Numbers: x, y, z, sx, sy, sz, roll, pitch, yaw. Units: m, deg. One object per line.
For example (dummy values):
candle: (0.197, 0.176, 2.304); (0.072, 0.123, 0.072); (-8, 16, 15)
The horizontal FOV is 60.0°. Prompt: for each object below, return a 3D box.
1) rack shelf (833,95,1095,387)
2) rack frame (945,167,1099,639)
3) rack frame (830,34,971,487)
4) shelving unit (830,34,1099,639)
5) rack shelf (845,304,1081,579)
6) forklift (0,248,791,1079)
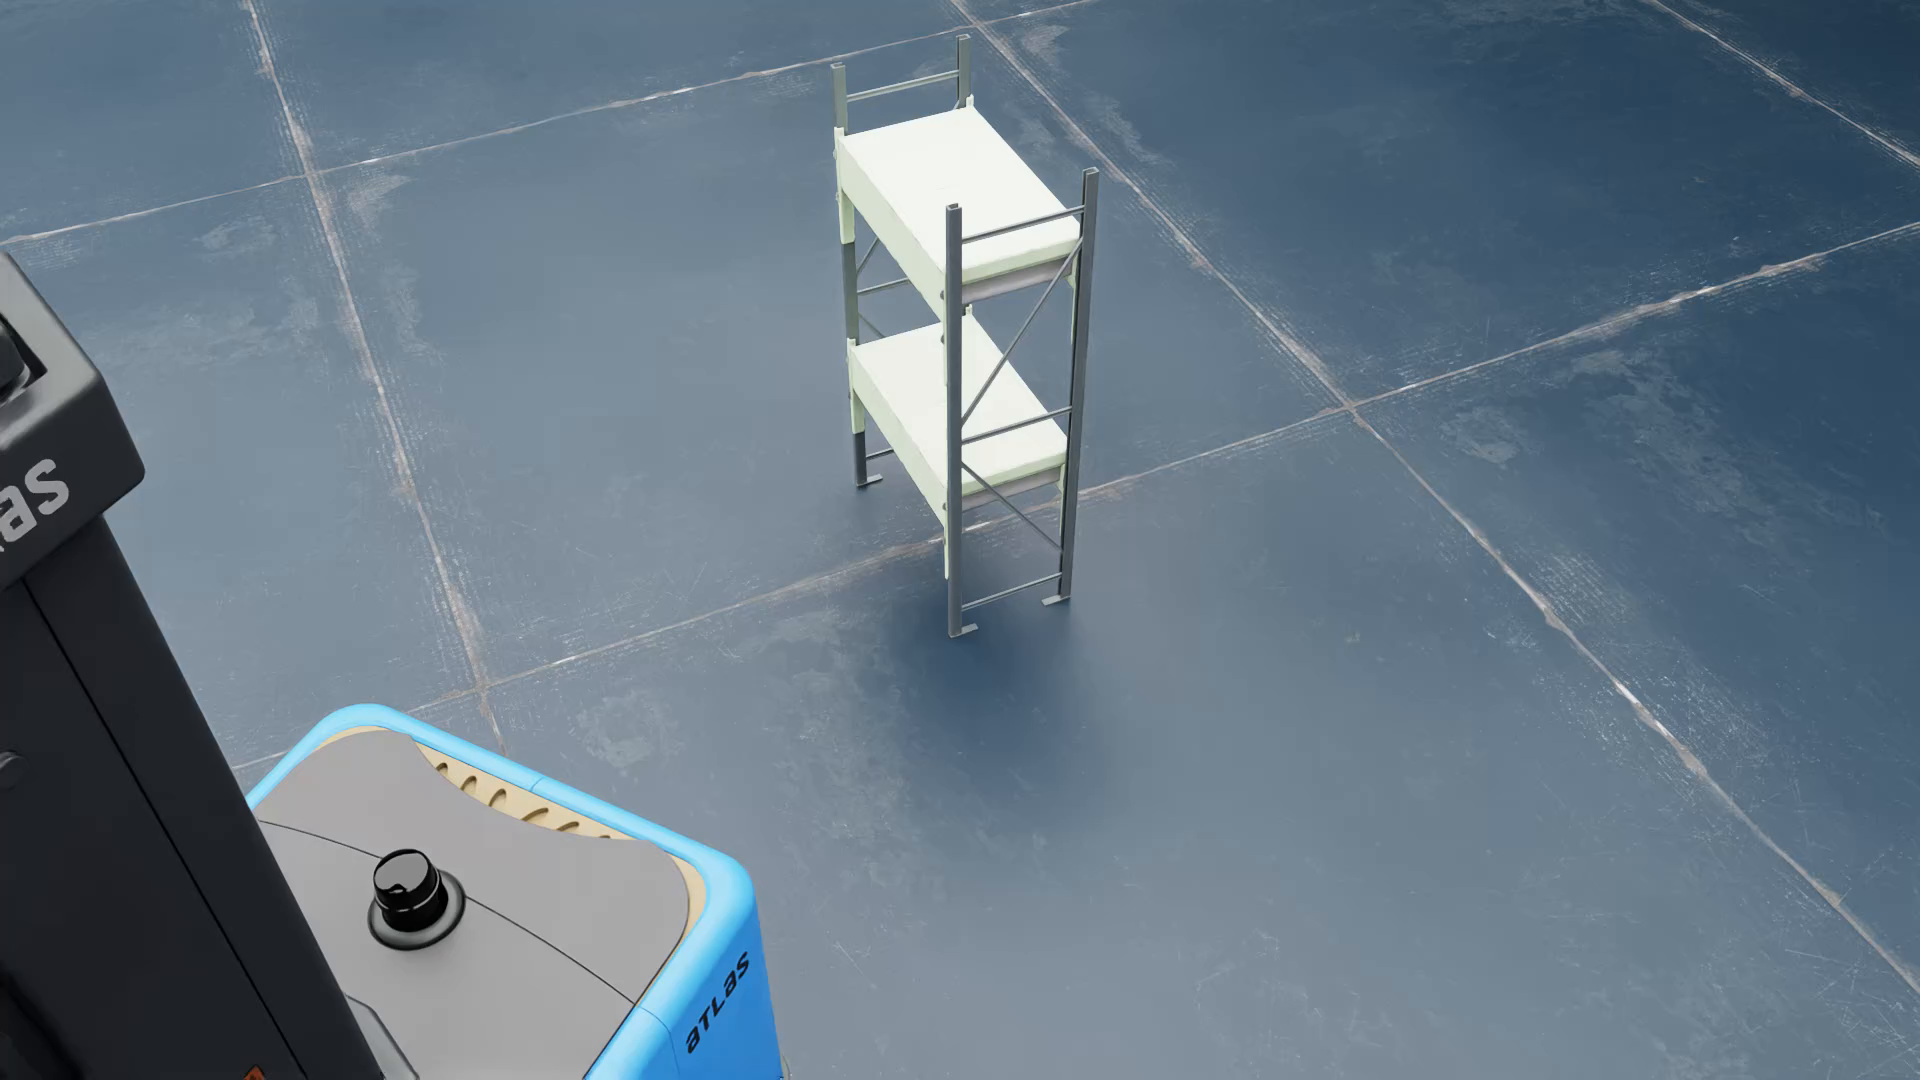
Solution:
rack shelf: (-0.003, -0.816, 4.453); (0.431, 0.370, 0.720); (-18, 47, -17)
rack frame: (0.151, -0.305, 4.491); (0.400, 1.500, 0.023); (-18, 47, -17)
rack frame: (-0.157, -0.771, 4.964); (0.400, 1.500, 0.023); (-18, 47, -17)
shelving unit: (-0.003, -0.538, 4.728); (0.431, 1.500, 0.755); (-18, 47, -17)
rack shelf: (-0.003, -0.306, 4.957); (0.431, 0.370, 0.720); (-18, 47, -17)
forklift: (-1.475, 1.113, 2.036); (1.130, 2.935, 3.031); (19, 48, 18)
